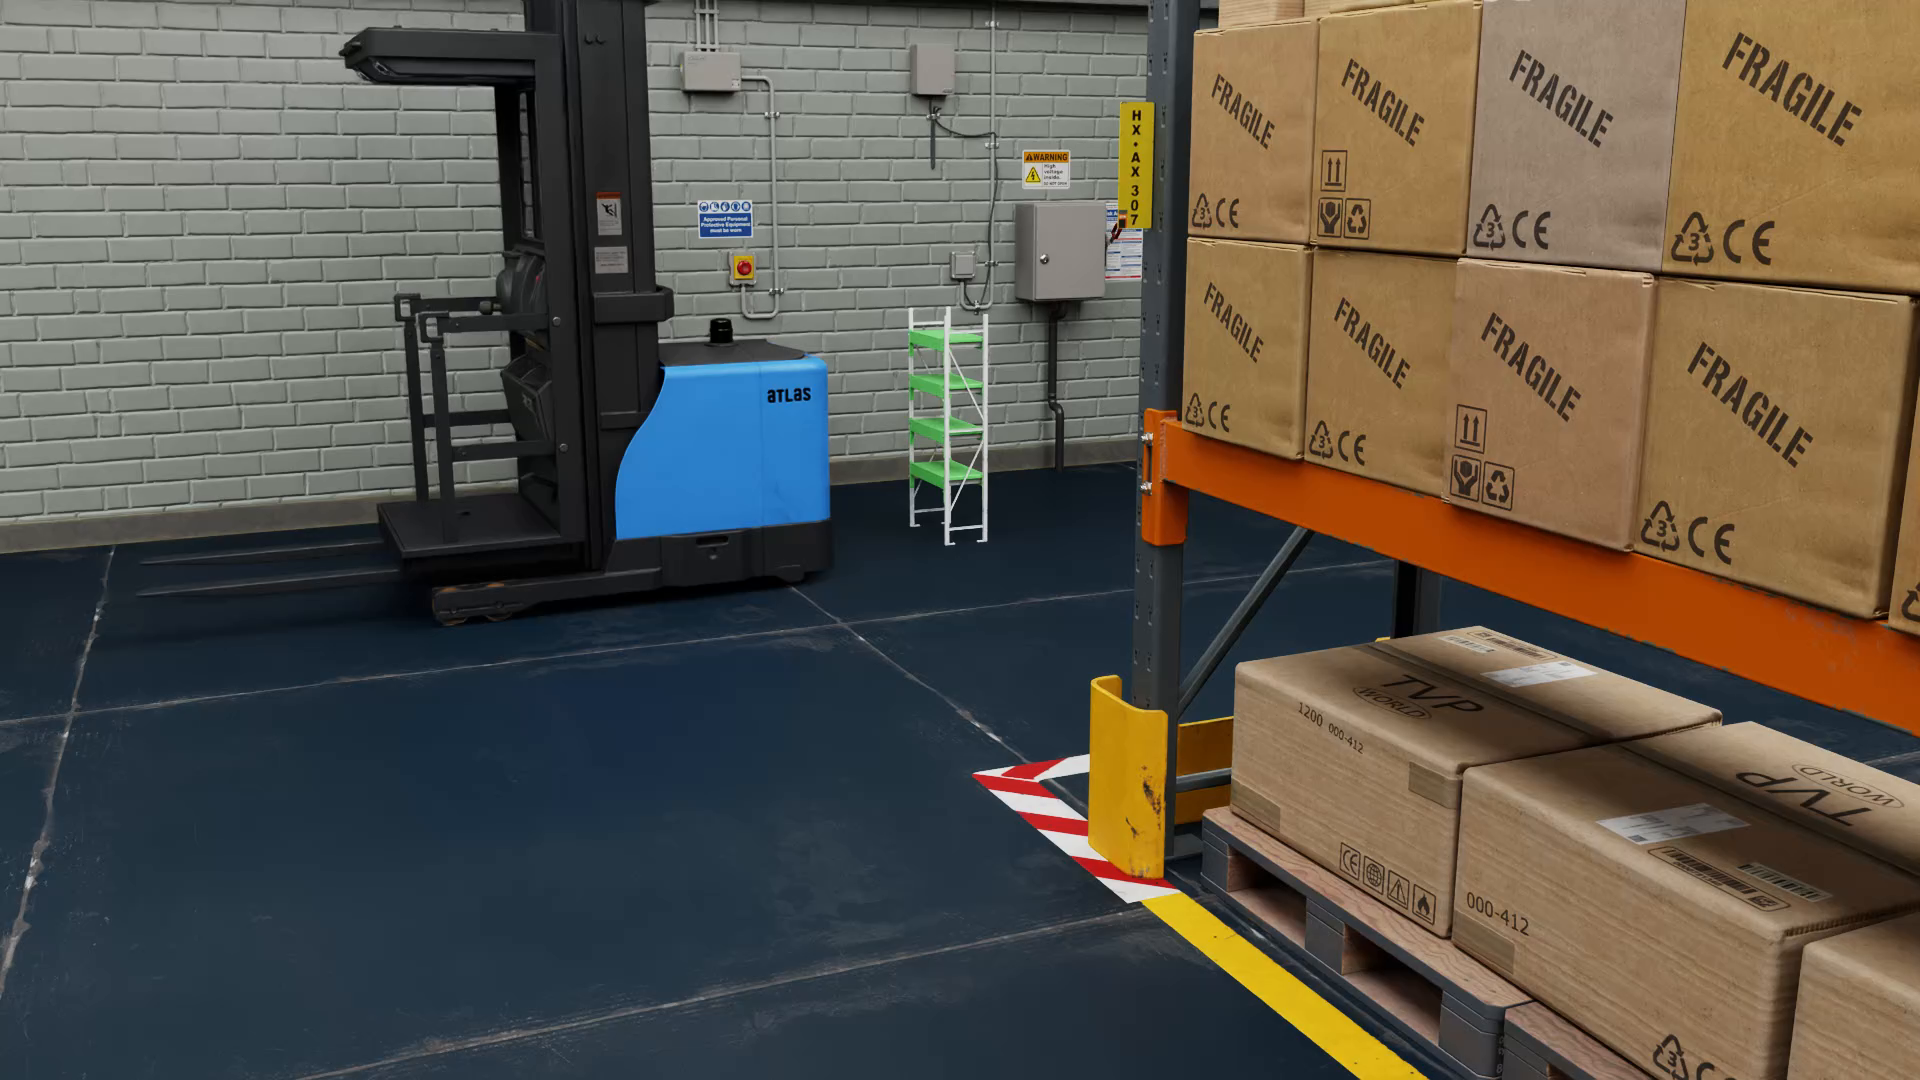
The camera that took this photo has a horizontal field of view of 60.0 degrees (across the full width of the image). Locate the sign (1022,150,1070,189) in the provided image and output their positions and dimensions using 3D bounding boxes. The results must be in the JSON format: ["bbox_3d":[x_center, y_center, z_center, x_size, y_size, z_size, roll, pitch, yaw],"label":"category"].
[{"bbox_3d":[0.545,-2.340,10.495,0.339,0.242,0.001,-6,14,-23],"label":"sign"}]

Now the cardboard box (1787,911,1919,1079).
[{"bbox_3d":[2.065,0.969,2.783,0.875,0.438,0.875,-6,14,-25],"label":"cardboard box"}]

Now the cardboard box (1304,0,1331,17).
[{"bbox_3d":[1.034,-1.283,3.883,0.380,0.149,0.250,-5,14,-22],"label":"cardboard box"}]

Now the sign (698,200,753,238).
[{"bbox_3d":[-1.373,-1.880,9.741,0.327,0.218,0.001,-6,14,-23],"label":"sign"}]

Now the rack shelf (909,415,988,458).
[{"bbox_3d":[-0.066,-0.557,8.897,0.258,0.148,0.480,-6,14,-23],"label":"rack shelf"}]

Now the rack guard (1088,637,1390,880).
[{"bbox_3d":[0.966,0.636,5.015,1.175,0.500,0.348,-6,14,-23],"label":"rack guard"}]

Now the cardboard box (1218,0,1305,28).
[{"bbox_3d":[0.864,-1.331,4.089,0.380,0.149,0.250,-5,14,-22],"label":"cardboard box"}]

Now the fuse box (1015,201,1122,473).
[{"bbox_3d":[0.678,-1.272,10.570,0.539,1.711,0.414,-6,14,-23],"label":"fuse box"}]

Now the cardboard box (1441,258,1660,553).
[{"bbox_3d":[1.320,-0.292,3.258,0.500,0.500,0.500,-6,14,-23],"label":"cardboard box"}]

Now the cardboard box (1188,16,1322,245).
[{"bbox_3d":[0.907,-0.988,4.048,0.500,0.500,0.500,-6,14,-24],"label":"cardboard box"}]

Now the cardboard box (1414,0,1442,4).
[{"bbox_3d":[1.155,-1.166,3.378,0.380,0.149,0.250,-6,14,-25],"label":"cardboard box"}]

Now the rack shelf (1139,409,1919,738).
[{"bbox_3d":[1.777,0.187,3.007,1.077,0.370,4.000,-6,14,-23],"label":"rack shelf"}]

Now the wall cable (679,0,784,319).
[{"bbox_3d":[-1.305,-2.250,9.618,0.585,1.953,0.123,-6,14,-23],"label":"wall cable"}]

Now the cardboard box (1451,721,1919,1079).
[{"bbox_3d":[1.706,0.782,3.589,0.875,0.438,0.875,-5,14,-21],"label":"cardboard box"}]

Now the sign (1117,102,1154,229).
[{"bbox_3d":[0.465,-0.989,4.393,0.100,0.325,0.005,-6,14,-23],"label":"sign"}]

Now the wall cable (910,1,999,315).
[{"bbox_3d":[-0.010,-2.365,10.185,0.588,1.984,0.122,-6,14,-23],"label":"wall cable"}]

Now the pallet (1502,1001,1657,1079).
[{"bbox_3d":[1.852,1.191,3.255,1.003,0.211,1.213,-6,14,-23],"label":"pallet"}]

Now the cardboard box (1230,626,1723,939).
[{"bbox_3d":[1.331,0.594,4.403,0.875,0.438,0.875,-6,14,-25],"label":"cardboard box"}]

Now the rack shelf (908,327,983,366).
[{"bbox_3d":[-0.066,-1.024,8.789,0.258,0.148,0.480,-6,14,-23],"label":"rack shelf"}]

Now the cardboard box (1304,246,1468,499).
[{"bbox_3d":[1.133,-0.399,3.719,0.500,0.500,0.500,-6,14,-24],"label":"cardboard box"}]

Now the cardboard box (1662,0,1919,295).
[{"bbox_3d":[1.534,-0.673,2.688,0.500,0.500,0.500,-6,14,-23],"label":"cardboard box"}]

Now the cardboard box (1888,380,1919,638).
[{"bbox_3d":[1.732,-0.081,2.344,0.500,0.500,0.500,-6,14,-24],"label":"cardboard box"}]

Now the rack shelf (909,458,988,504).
[{"bbox_3d":[-0.066,-0.323,8.951,0.258,0.148,0.480,-6,14,-23],"label":"rack shelf"}]

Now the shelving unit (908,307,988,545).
[{"bbox_3d":[-0.066,-0.619,8.882,0.258,1.200,0.503,-6,14,-23],"label":"shelving unit"}]

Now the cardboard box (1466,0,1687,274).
[{"bbox_3d":[1.333,-0.776,3.133,0.500,0.500,0.500,-6,14,-23],"label":"cardboard box"}]

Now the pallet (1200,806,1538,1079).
[{"bbox_3d":[1.367,0.940,4.342,1.003,0.211,1.213,-6,14,-23],"label":"pallet"}]

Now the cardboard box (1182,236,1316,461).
[{"bbox_3d":[0.905,-0.501,4.159,0.500,0.500,0.500,-6,14,-23],"label":"cardboard box"}]

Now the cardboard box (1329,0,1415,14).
[{"bbox_3d":[1.033,-1.219,3.606,0.380,0.149,0.250,-5,14,-21],"label":"cardboard box"}]

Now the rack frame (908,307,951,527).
[{"bbox_3d":[-0.164,-0.669,9.100,0.240,1.200,0.015,-6,14,-23],"label":"rack frame"}]

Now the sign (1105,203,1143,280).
[{"bbox_3d":[1.048,-1.941,10.814,0.329,0.494,0.001,-6,14,-23],"label":"sign"}]

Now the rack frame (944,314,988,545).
[{"bbox_3d":[0.031,-0.568,8.665,0.240,1.200,0.015,-6,14,-23],"label":"rack frame"}]

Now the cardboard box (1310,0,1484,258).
[{"bbox_3d":[1.120,-0.882,3.589,0.500,0.500,0.500,-6,14,-24],"label":"cardboard box"}]

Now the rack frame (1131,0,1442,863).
[{"bbox_3d":[0.975,-0.577,4.711,1.000,3.000,0.127,-6,14,-23],"label":"rack frame"}]

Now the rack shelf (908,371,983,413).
[{"bbox_3d":[-0.066,-0.790,8.843,0.258,0.148,0.480,-6,14,-23],"label":"rack shelf"}]

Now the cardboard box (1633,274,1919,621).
[{"bbox_3d":[1.536,-0.190,2.817,0.500,0.500,0.500,-5,14,-21],"label":"cardboard box"}]

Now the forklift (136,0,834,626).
[{"bbox_3d":[-2.170,-1.189,7.509,3.031,2.935,1.130,-6,14,-24],"label":"forklift"}]
